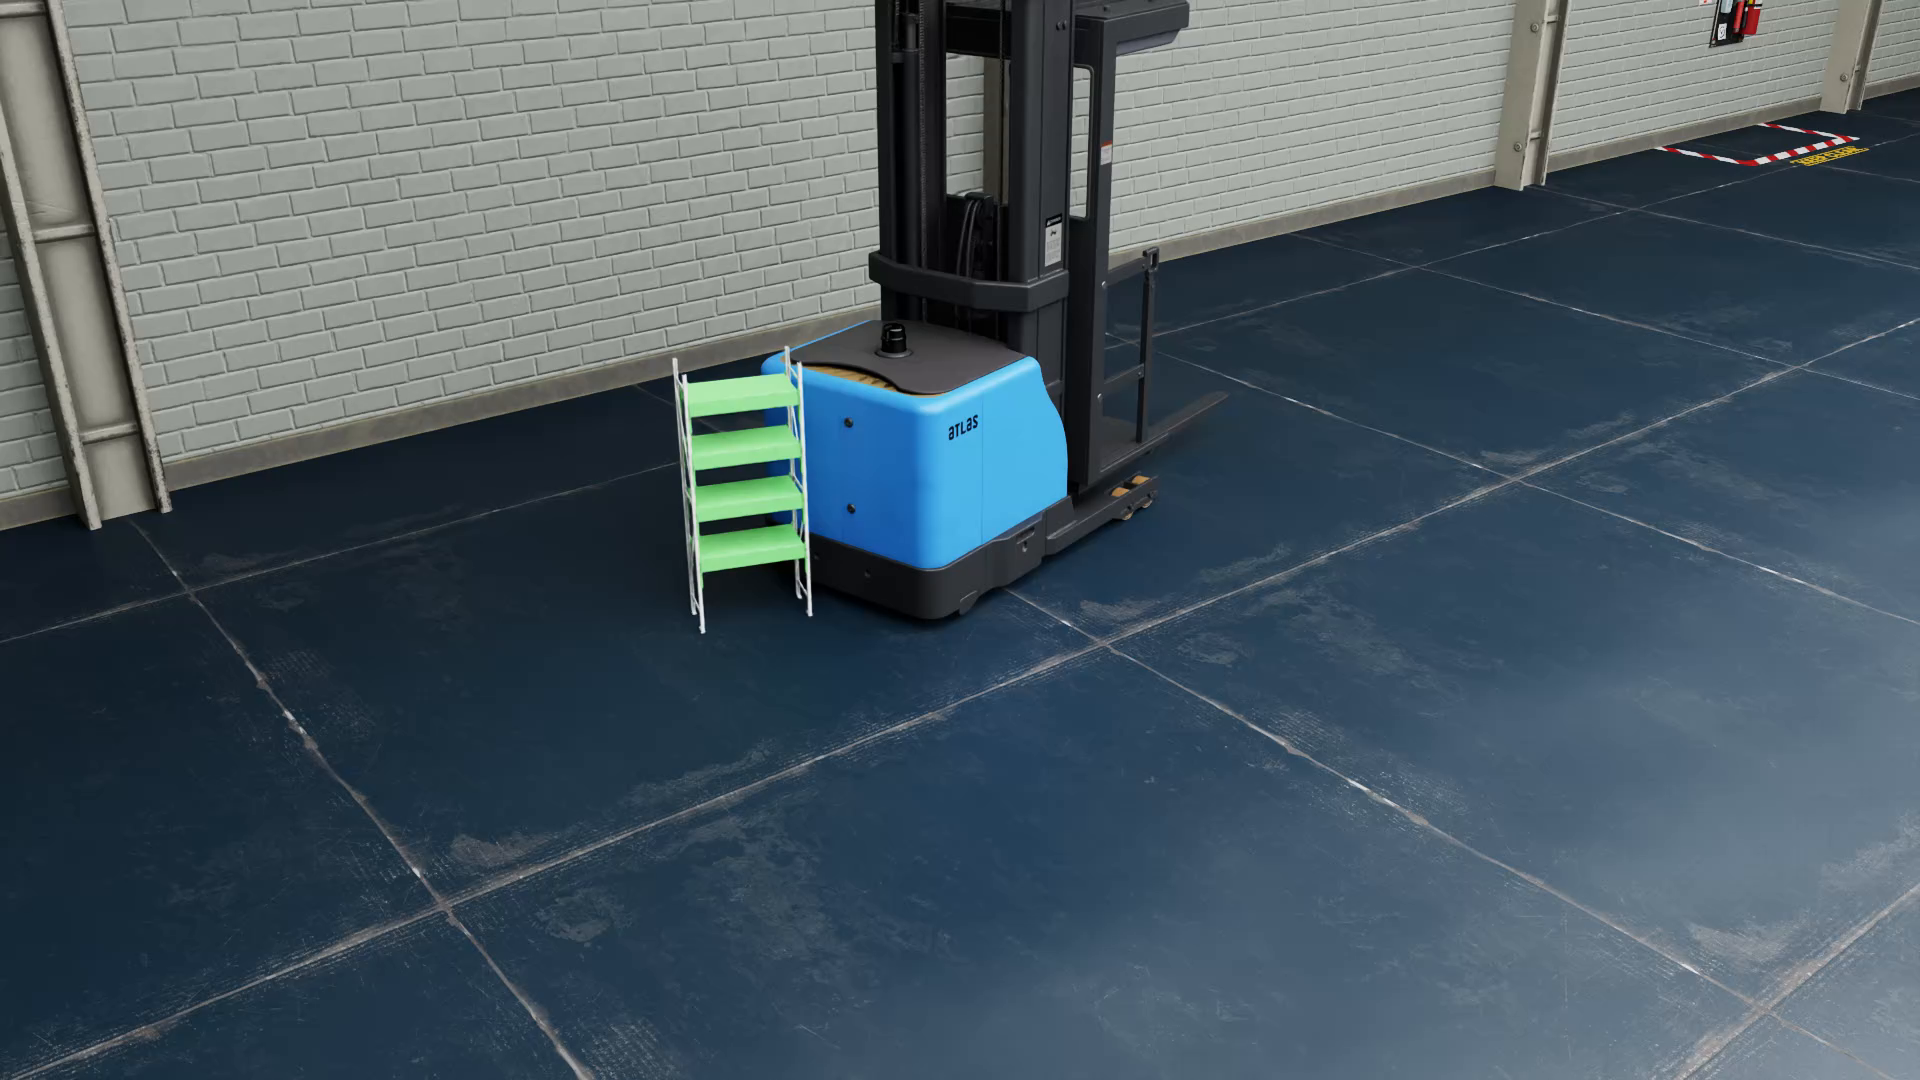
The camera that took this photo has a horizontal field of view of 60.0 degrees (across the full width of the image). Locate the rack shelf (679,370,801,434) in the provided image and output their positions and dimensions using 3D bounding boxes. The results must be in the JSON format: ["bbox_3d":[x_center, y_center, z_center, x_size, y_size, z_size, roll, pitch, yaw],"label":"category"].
[{"bbox_3d":[-0.945,-0.591,7.109,0.480,0.148,0.258,-8,26,-17],"label":"rack shelf"}]

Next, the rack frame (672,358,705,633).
[{"bbox_3d":[-1.175,-0.180,7.211,0.015,1.200,0.240,-8,26,-17],"label":"rack frame"}]

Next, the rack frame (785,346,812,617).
[{"bbox_3d":[-0.714,-0.247,7.356,0.015,1.200,0.240,-8,26,-17],"label":"rack frame"}]

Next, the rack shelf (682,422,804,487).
[{"bbox_3d":[-0.945,-0.373,7.210,0.480,0.148,0.258,-8,26,-17],"label":"rack shelf"}]

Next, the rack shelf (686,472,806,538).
[{"bbox_3d":[-0.944,-0.155,7.310,0.480,0.148,0.258,-8,26,-17],"label":"rack shelf"}]

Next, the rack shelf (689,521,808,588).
[{"bbox_3d":[-0.944,0.063,7.411,0.480,0.148,0.258,-8,26,-17],"label":"rack shelf"}]

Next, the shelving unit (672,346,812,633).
[{"bbox_3d":[-0.945,-0.213,7.283,0.503,1.200,0.258,-8,26,-17],"label":"shelving unit"}]

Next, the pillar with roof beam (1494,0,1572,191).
[{"bbox_3d":[7.788,-5.924,10.325,0.400,9.000,9.100,-18,31,-34],"label":"pillar with roof beam"}]

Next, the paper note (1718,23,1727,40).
[{"bbox_3d":[7.703,-5.136,16.799,0.142,0.148,0.016,-18,31,-34],"label":"paper note"}]

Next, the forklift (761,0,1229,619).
[{"bbox_3d":[0.372,-1.540,8.086,1.130,2.935,3.031,17,30,33],"label":"forklift"}]

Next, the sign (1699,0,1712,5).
[{"bbox_3d":[7.386,-5.465,16.420,0.234,0.329,0.001,-18,31,-34],"label":"sign"}]

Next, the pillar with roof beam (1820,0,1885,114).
[{"bbox_3d":[12.510,-7.483,13.683,0.400,9.000,9.100,-18,31,-34],"label":"pillar with roof beam"}]

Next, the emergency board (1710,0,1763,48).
[{"bbox_3d":[7.885,-5.558,16.663,0.643,1.169,0.194,-18,31,-34],"label":"emergency board"}]

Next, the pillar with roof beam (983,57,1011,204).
[{"bbox_3d":[3.067,-4.366,6.967,0.400,9.000,9.100,-18,31,-34],"label":"pillar with roof beam"}]

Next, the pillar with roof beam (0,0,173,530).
[{"bbox_3d":[-1.655,-2.807,3.609,0.400,9.000,9.100,-18,31,-34],"label":"pillar with roof beam"}]
